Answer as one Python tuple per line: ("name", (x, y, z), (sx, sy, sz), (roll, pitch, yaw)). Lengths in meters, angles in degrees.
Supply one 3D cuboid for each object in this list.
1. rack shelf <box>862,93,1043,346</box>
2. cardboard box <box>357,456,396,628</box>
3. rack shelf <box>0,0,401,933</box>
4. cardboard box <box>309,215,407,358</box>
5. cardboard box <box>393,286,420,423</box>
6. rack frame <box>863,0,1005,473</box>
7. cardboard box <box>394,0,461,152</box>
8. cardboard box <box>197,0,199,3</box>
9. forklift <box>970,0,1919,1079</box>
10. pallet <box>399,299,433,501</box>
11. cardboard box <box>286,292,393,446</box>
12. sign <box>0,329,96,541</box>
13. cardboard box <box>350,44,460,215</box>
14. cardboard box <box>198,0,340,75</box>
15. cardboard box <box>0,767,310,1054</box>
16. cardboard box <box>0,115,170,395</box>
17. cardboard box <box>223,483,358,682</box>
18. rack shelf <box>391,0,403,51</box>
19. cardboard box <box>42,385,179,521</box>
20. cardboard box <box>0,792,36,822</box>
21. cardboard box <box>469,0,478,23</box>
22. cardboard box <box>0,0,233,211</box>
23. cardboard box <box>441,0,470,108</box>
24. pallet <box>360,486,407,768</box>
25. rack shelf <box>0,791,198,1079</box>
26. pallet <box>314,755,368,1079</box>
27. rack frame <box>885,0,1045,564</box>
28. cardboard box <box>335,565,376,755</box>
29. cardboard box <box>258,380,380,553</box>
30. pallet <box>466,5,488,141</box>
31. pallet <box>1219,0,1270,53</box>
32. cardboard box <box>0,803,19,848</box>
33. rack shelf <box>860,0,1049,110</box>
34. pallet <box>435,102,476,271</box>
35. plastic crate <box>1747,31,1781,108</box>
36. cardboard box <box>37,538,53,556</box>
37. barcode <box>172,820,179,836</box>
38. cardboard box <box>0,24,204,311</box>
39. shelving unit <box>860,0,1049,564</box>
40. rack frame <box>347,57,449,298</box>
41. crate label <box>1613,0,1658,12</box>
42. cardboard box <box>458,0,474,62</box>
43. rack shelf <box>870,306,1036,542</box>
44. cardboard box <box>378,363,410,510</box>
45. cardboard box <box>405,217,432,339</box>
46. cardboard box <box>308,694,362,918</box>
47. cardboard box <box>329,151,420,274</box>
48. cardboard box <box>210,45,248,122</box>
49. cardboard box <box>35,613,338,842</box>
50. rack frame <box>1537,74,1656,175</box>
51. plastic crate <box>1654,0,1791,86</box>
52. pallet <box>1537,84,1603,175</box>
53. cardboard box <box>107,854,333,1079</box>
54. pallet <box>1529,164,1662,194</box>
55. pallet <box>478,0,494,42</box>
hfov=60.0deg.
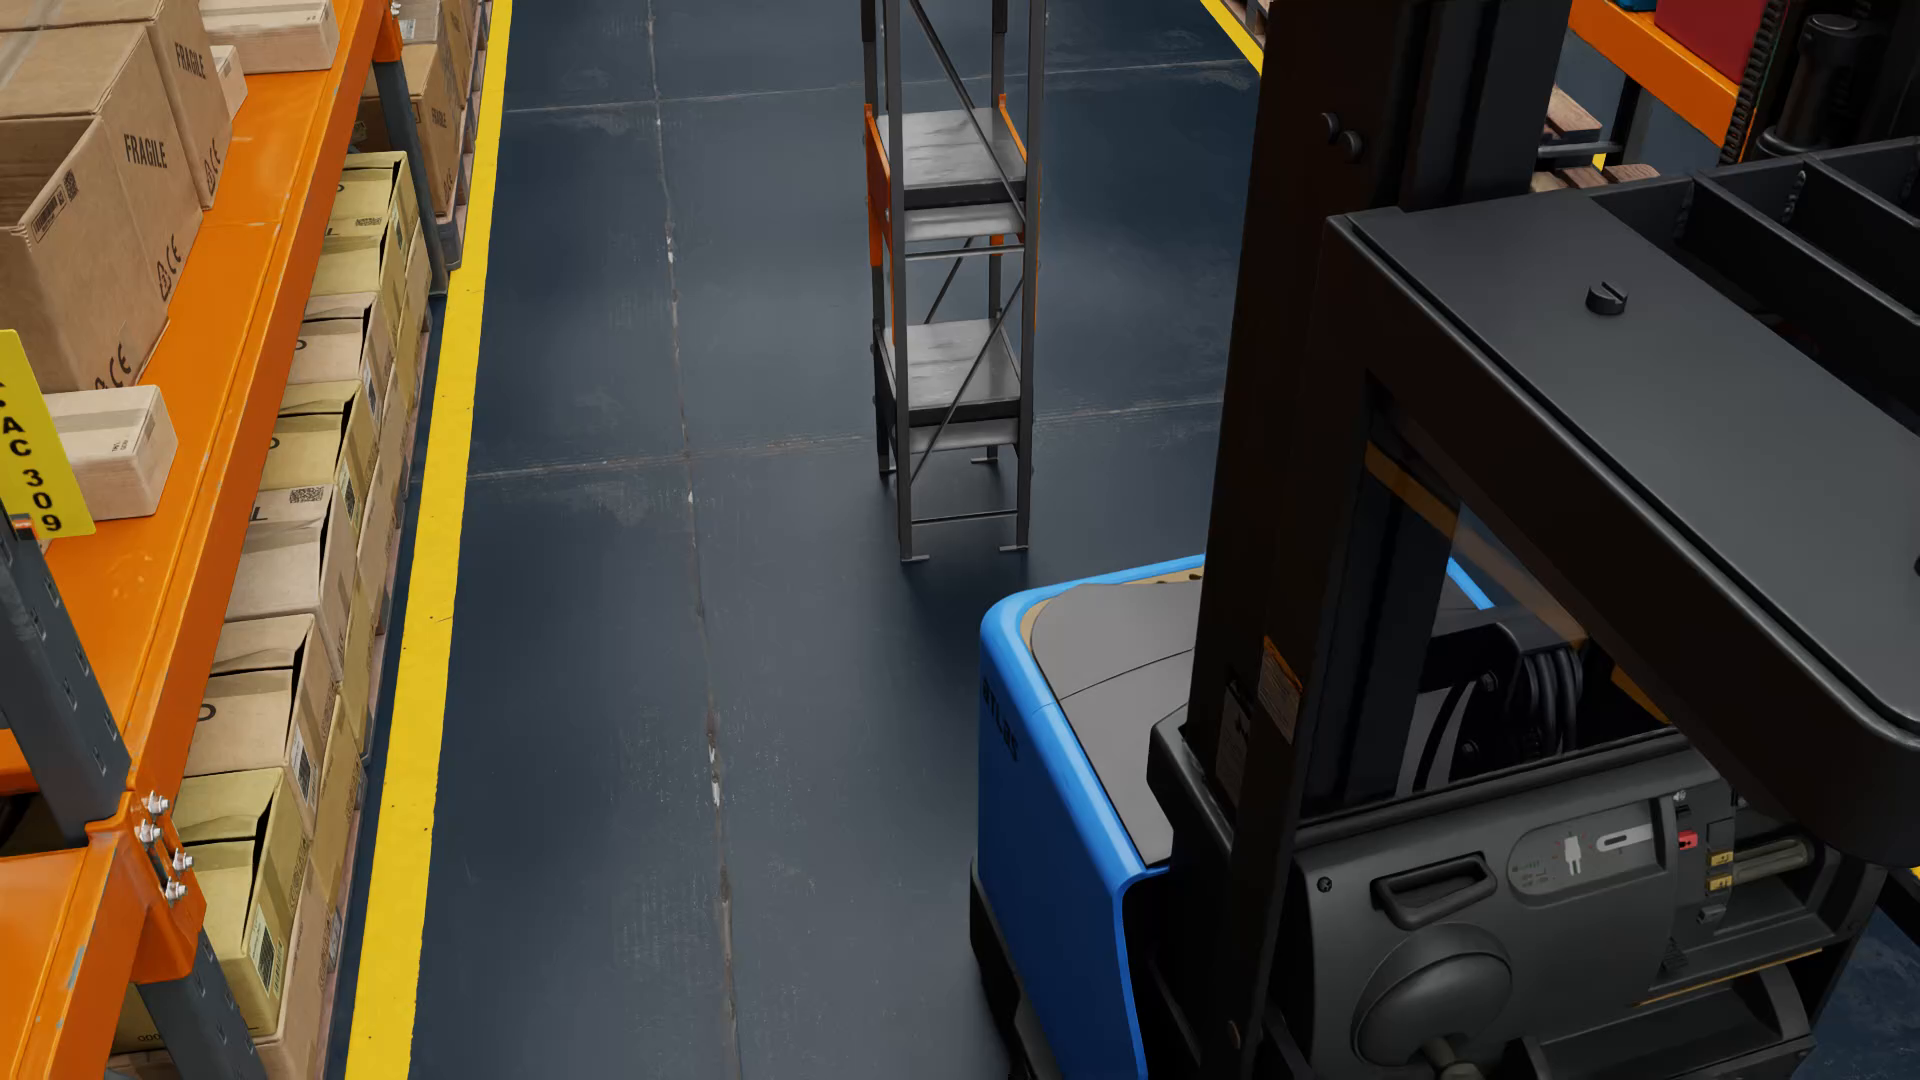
("rack shelf", (-0.029, -0.918, 4.743), (0.431, 0.518, 0.480), (-6, 38, -8))
("cardboard box", (-1.893, 0.021, 4.676), (0.500, 0.250, 0.500), (-6, 38, -7))
("rack shelf", (-2.147, -0.623, 4.194), (1.077, 0.370, 4.000), (-6, 38, -8))
("cardboard box", (-2.066, -0.814, 5.294), (0.500, 0.311, 0.500), (-7, 38, -9))
("cardboard box", (-2.071, -0.593, 5.467), (0.500, 0.250, 0.500), (-7, 38, -8))
("rack frame", (-0.072, -1.077, 4.924), (0.400, 2.100, 0.015), (-6, 38, -8))
("cardboard box", (-2.393, -1.923, 6.960), (0.500, 0.500, 0.500), (-8, 38, -10))
("cardboard box", (-2.531, -1.519, 4.833), (0.500, 0.311, 0.500), (-7, 38, -8))
("forklift", (0.958, 0.578, 2.117), (1.130, 2.935, 3.031), (-11, 39, -14))
("pallet", (-2.392, -0.513, 5.738), (1.003, 0.211, 1.213), (-6, 38, -8))
("cardboard box", (-1.980, -0.509, 4.902), (0.500, 0.311, 0.500), (-6, 38, -8))
("sign", (-1.250, -0.133, 2.206), (0.100, 0.325, 0.005), (-6, 38, -8))
("cardboard box", (-2.296, -1.608, 6.553), (0.500, 0.500, 0.500), (-5, 38, -6))
("cardboard box", (-2.068, -1.503, 4.944), (0.380, 0.149, 0.250), (-6, 38, -8))
("cardboard box", (-1.623, 0.723, 3.317), (0.500, 0.311, 0.500), (-6, 38, -8))
("cardboard box", (-2.007, -0.523, 3.396), (0.500, 0.500, 0.500), (-4, 38, -5))
("cardboard box", (-1.798, 0.107, 4.109), (0.500, 0.311, 0.500), (-7, 38, -9))
("rack shelf", (-2.848, -3.039, 7.304), (1.077, 0.370, 4.000), (-6, 38, -8))
("cardboard box", (-1.750, -0.157, 3.212), (0.380, 0.149, 0.250), (-6, 38, -8))
("cardboard box", (-2.247, 0.472, 3.640), (0.500, 0.311, 0.500), (-5, 38, -7))
("cardboard box", (-2.664, -2.848, 8.150), (0.500, 0.500, 0.500), (-6, 38, -7))
("cardboard box", (-2.187, -1.143, 4.195), (0.500, 0.500, 0.500), (-8, 39, -10))
("cardboard box", (-2.476, -2.227, 7.350), (0.500, 0.500, 0.500), (-7, 38, -9))
("pallet", (-2.181, 0.222, 4.792), (1.003, 0.211, 1.213), (-6, 38, -8))
("rack shelf", (-1.446, 1.793, 1.084), (1.077, 0.370, 4.000), (-6, 38, -8))
("pallet", (-1.964, 0.961, 3.841), (1.003, 0.211, 1.213), (-6, 38, -8))
("rack frame", (0.014, -0.782, 4.545), (0.400, 2.100, 0.015), (-6, 38, -8))
("cardboard box", (-1.805, 0.329, 4.281), (0.500, 0.250, 0.500), (-7, 38, -9))
("cardboard box", (-1.894, -0.206, 4.512), (0.500, 0.311, 0.500), (-5, 38, -7))
("pallet", (-2.802, -2.205, 7.916), (1.003, 0.211, 1.213), (-6, 38, -8))
("pallet", (1.990, -2.752, 8.620), (1.003, 0.211, 1.213), (-6, 38, -8))
("cardboard box", (-2.150, 0.785, 3.236), (0.500, 0.311, 0.500), (-6, 38, -8))
("rack shelf", (-0.029, -1.471, 4.313), (0.431, 0.518, 0.480), (-6, 38, -8))
("pallet", (-2.591, -1.469, 6.969), (1.003, 0.211, 1.213), (-6, 38, -8))
("plastic crate", (2.498, -1.168, 4.481), (0.450, 0.188, 0.662), (-6, 38, -8))
("cardboard box", (-1.926, 0.067, 2.841), (0.500, 0.250, 0.500), (-4, 38, -5))
("barcode", (-1.431, 0.536, 3.012), (0.001, 0.075, 0.075), (-6, 38, -8))
("cardboard box", (-2.095, -0.825, 3.786), (0.500, 0.500, 0.500), (-6, 38, -8))
("shelving unit", (-0.029, -0.929, 4.735), (0.431, 2.100, 0.503), (-6, 38, -8))
("rack frame", (-2.498, -2.115, 5.528), (1.000, 3.000, 0.127), (-6, 38, -8))
("crate label", (2.288, -2.031, 5.390), (0.502, 0.435, 0.616), (-6, 38, -8))
("cardboard box", (-2.573, -2.541, 7.755), (0.500, 0.500, 0.500), (-7, 38, -9))
("rack shelf", (-0.029, -0.366, 5.172), (0.431, 0.518, 0.480), (-6, 38, -8))
("cardboard box", (-1.986, -0.289, 5.076), (0.500, 0.250, 0.500), (-5, 38, -7))
("cardboard box", (-2.165, -0.904, 5.867), (0.500, 0.250, 0.500), (-5, 38, -7))
("cardboard box", (-1.711, 0.641, 3.878), (0.500, 0.250, 0.500), (-5, 38, -7))
("cardboard box", (-2.163, -1.127, 5.698), (0.500, 0.311, 0.500), (-5, 38, -7))
("cardboard box", (-2.219, -1.252, 4.621), (0.380, 0.149, 0.250), (-4, 38, -5))
("cardboard box", (-1.706, 0.420, 3.707), (0.500, 0.311, 0.500), (-7, 38, -8))
("rack frame", (2.380, -2.646, 6.211), (1.000, 3.000, 0.127), (-6, 38, -8))
("plastic crate", (2.362, -1.662, 4.893), (0.402, 0.464, 0.583), (-6, 38, -8))
("pallet", (2.201, -2.016, 7.674), (1.003, 0.211, 1.213), (-6, 38, -8))
("cardboard box", (-1.623, 0.950, 3.481), (0.500, 0.250, 0.500), (-7, 38, -9))
("pallet", (2.477, -1.073, 6.459), (1.003, 0.211, 1.213), (-6, 38, -8))
("pallet", (-3.019, -2.943, 8.866), (1.003, 0.211, 1.213), (-6, 38, -8))
